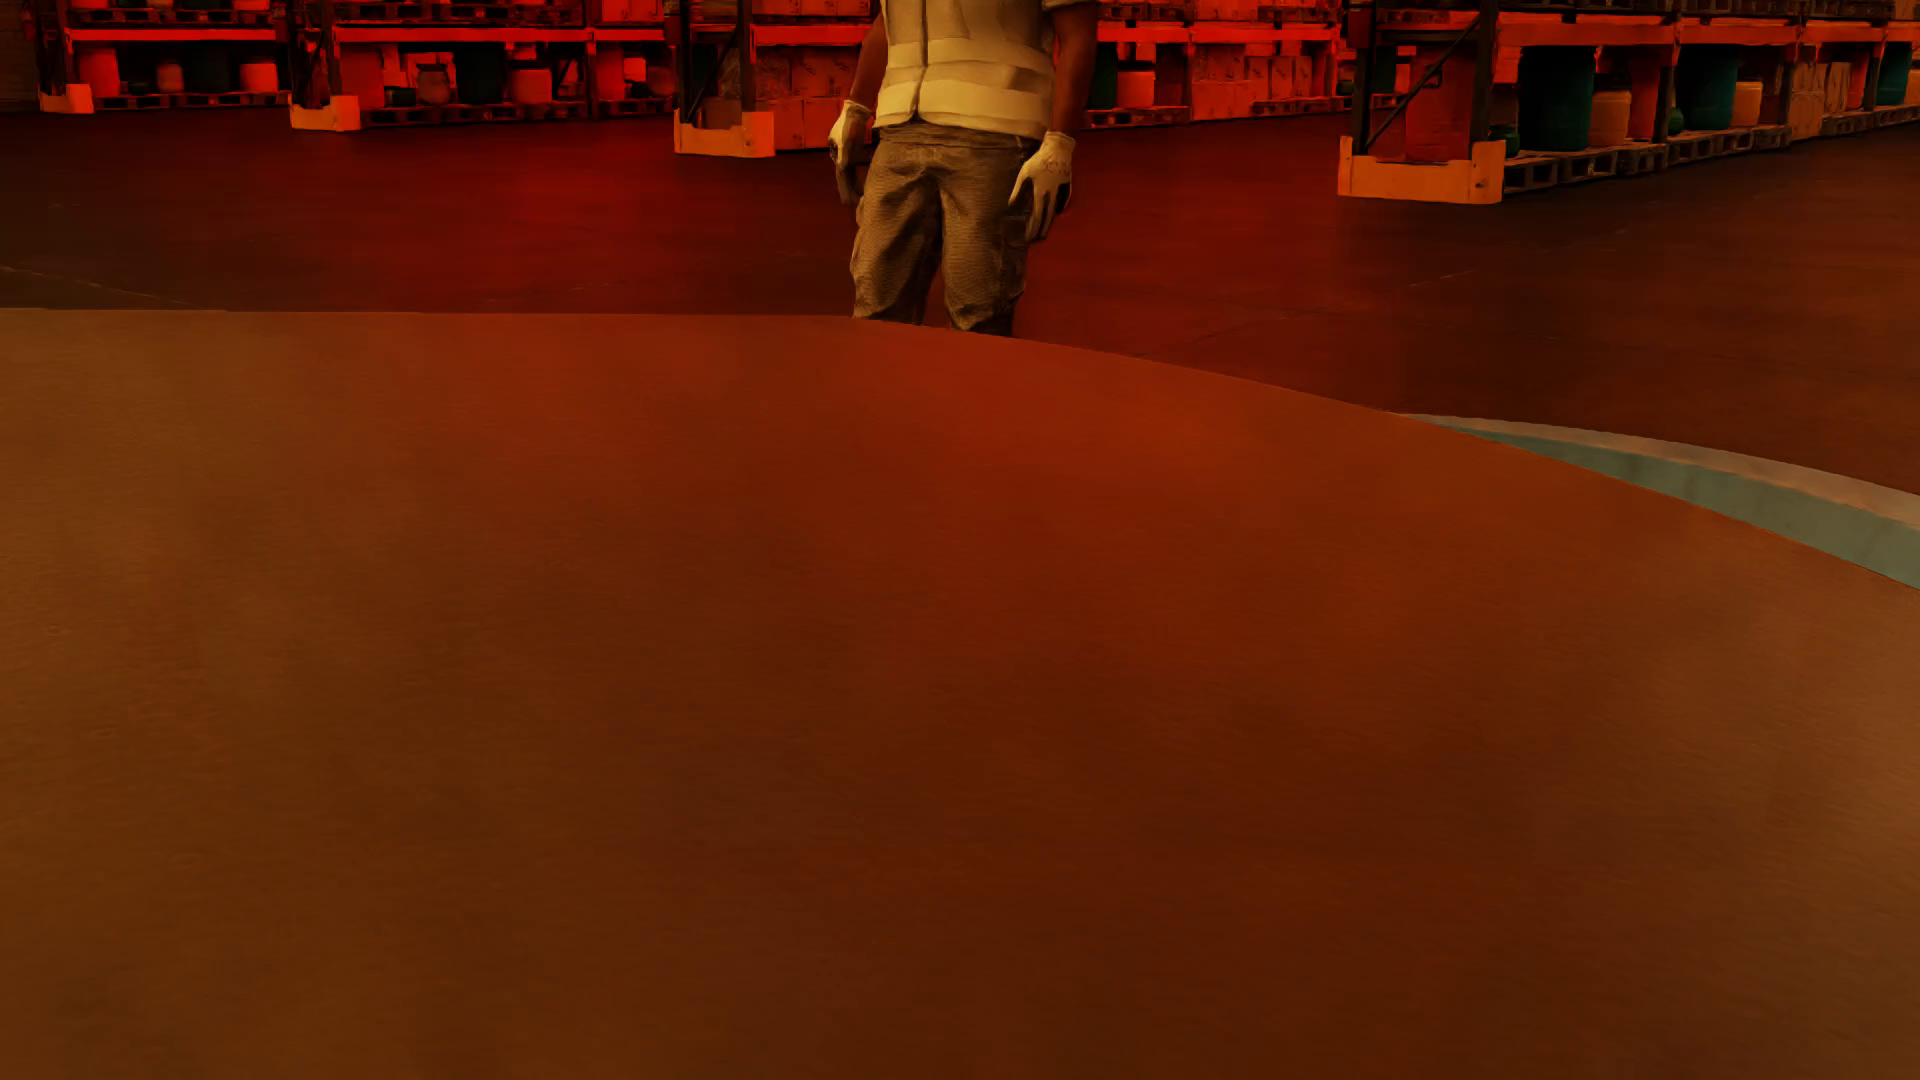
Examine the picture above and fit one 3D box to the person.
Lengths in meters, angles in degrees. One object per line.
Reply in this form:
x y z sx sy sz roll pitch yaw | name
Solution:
-0.052 -0.845 3.632 0.656 1.784 0.575 13 21 37 | person
